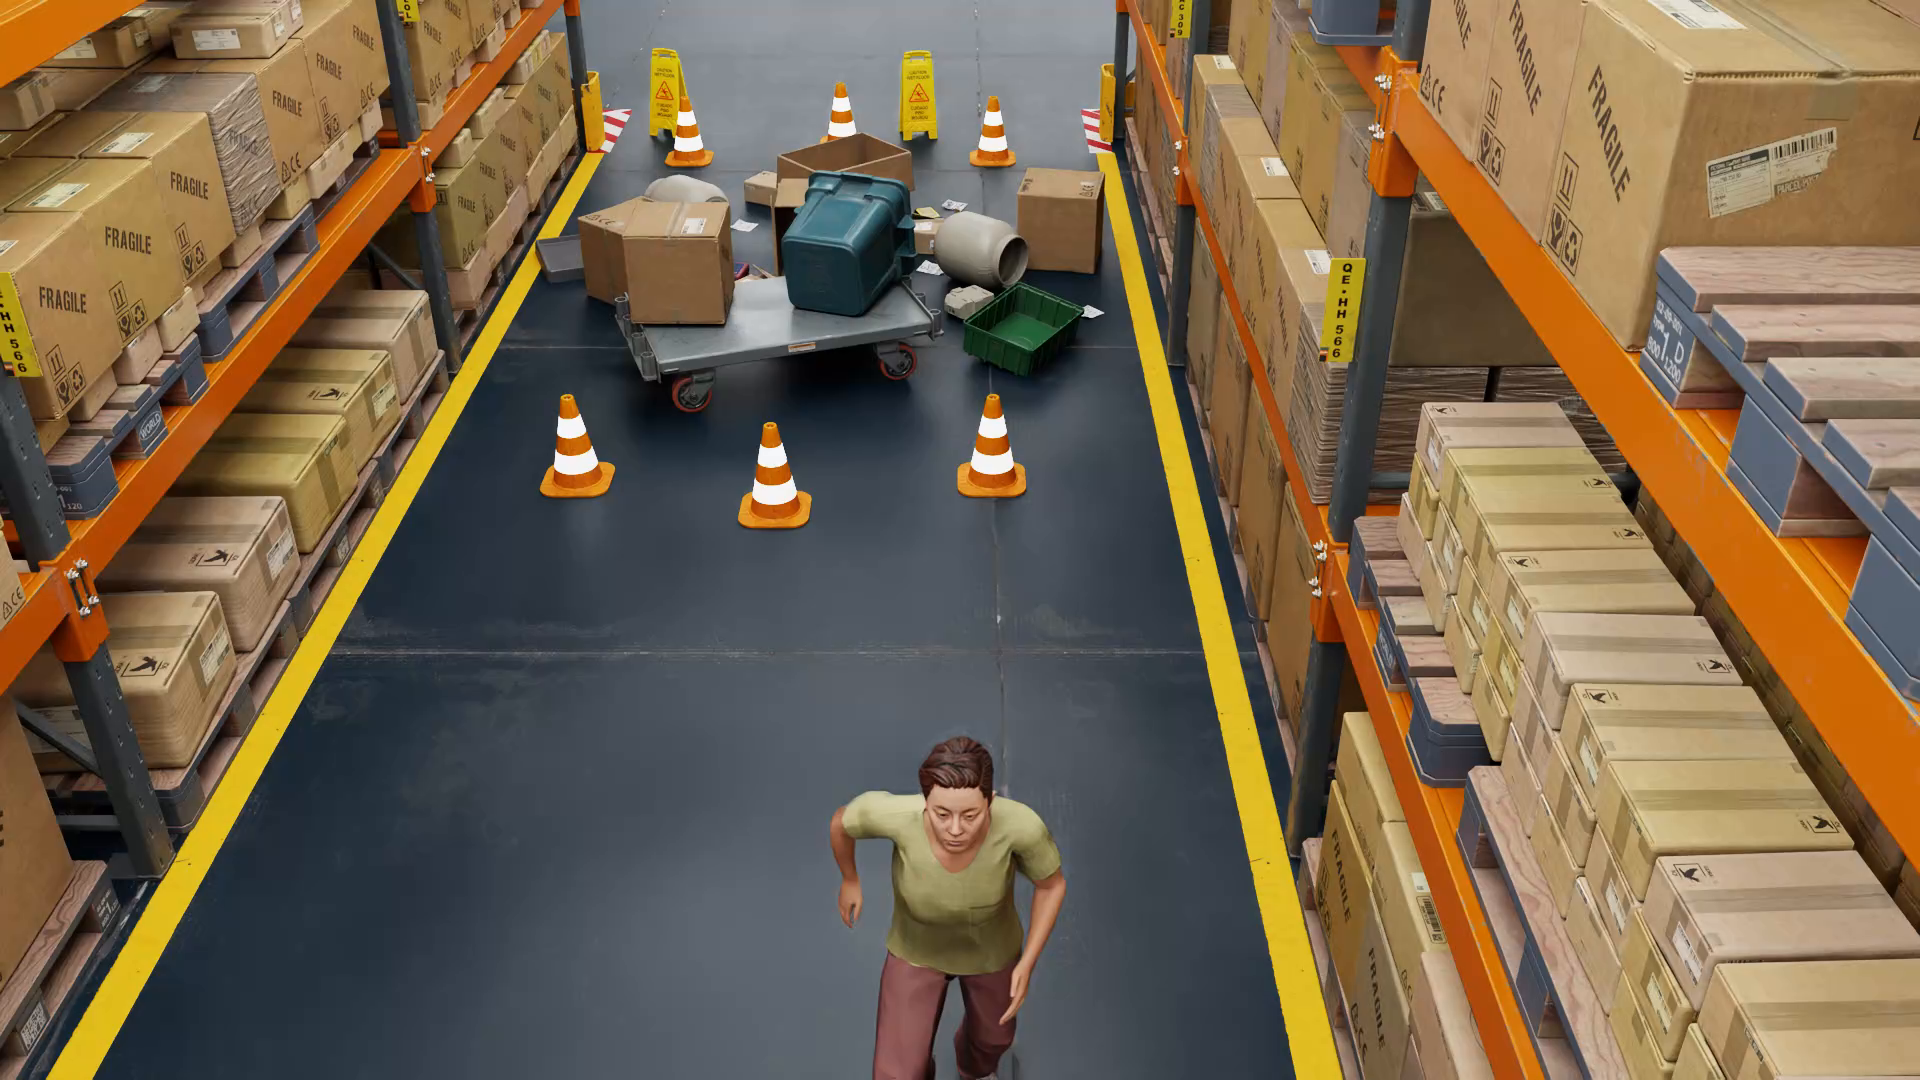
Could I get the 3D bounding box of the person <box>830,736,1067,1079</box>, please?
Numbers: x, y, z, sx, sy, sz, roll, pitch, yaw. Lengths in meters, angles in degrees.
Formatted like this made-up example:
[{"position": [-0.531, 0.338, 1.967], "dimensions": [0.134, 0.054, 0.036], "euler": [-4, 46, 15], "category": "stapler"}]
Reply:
[{"position": [-0.030, 1.190, 4.496], "dimensions": [0.600, 1.361, 0.725], "euler": [-3, 32, -4], "category": "person"}]
